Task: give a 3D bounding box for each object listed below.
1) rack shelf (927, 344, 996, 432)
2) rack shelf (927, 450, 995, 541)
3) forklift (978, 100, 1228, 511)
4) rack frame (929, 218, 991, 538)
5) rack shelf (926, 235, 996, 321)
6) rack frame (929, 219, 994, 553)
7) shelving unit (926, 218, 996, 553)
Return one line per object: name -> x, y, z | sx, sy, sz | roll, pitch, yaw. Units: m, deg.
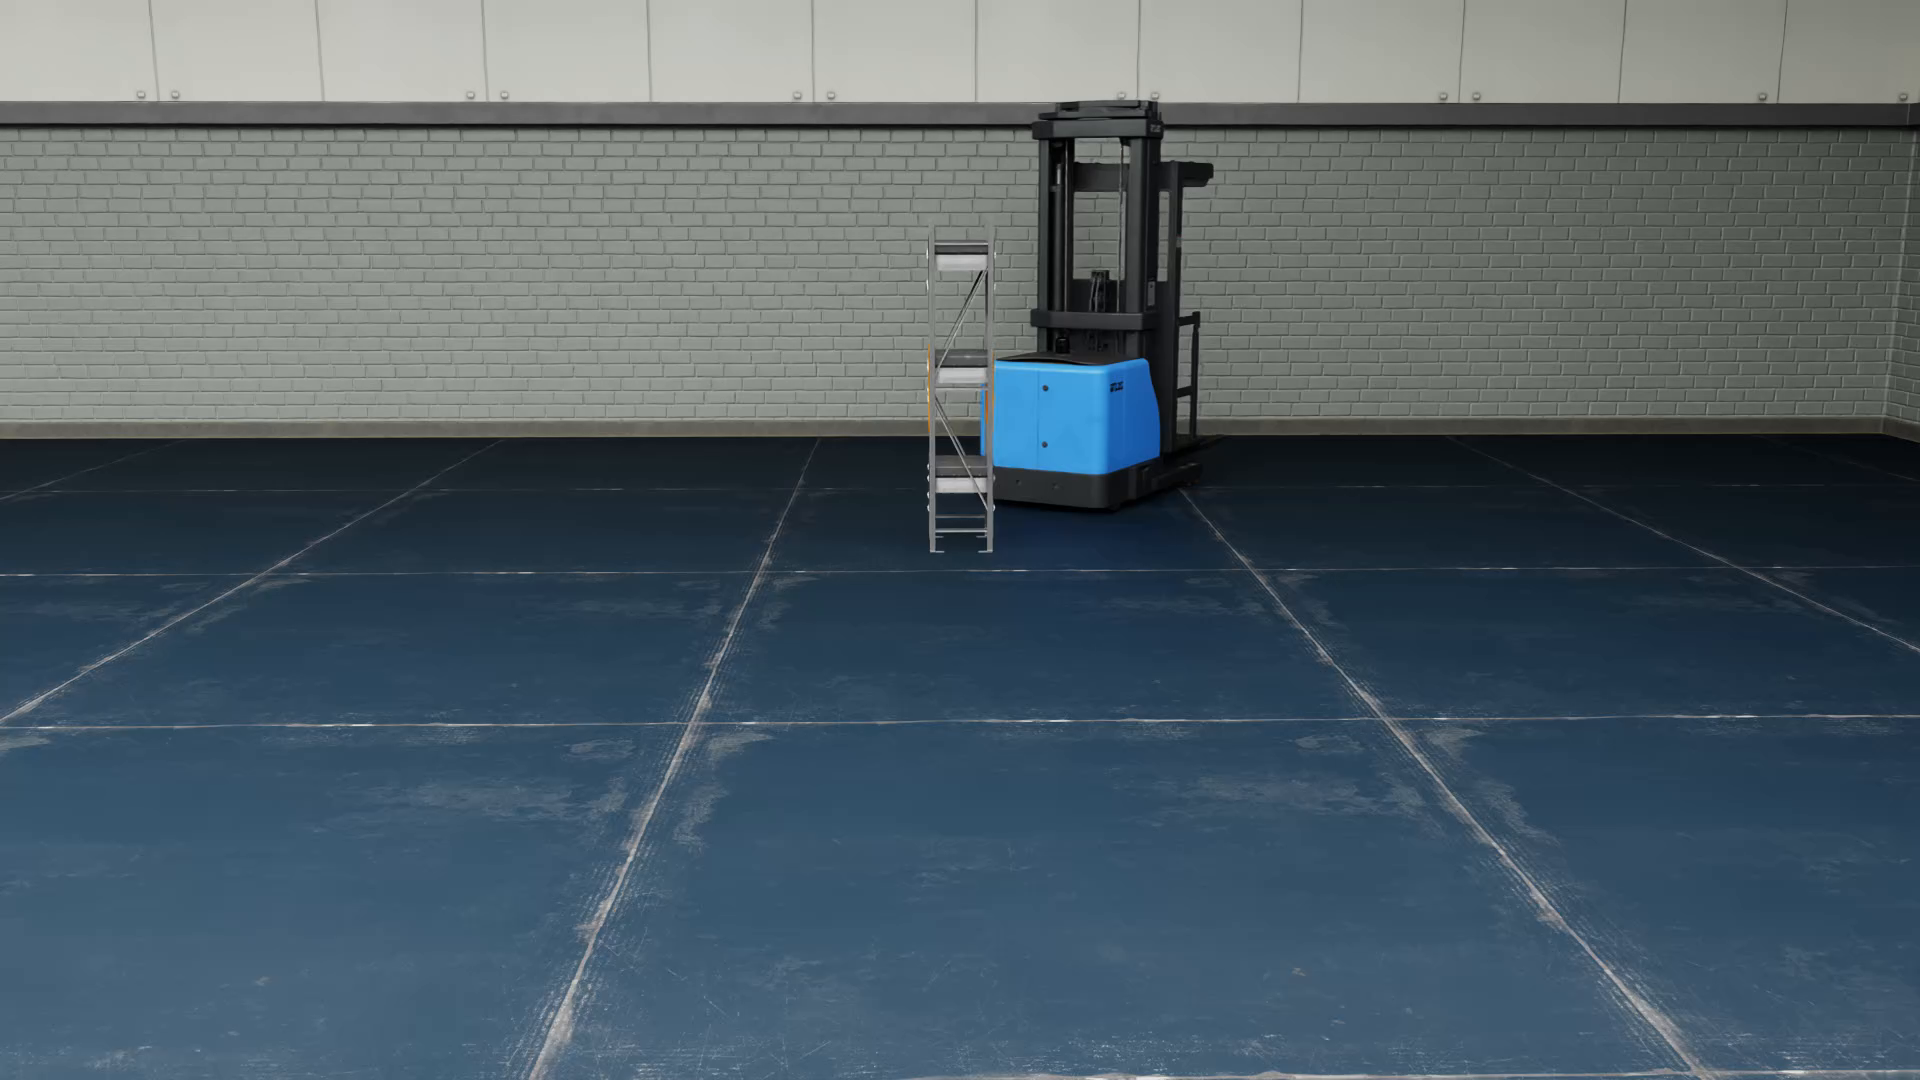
rack shelf -> 0.003, -0.983, 10.691 | 0.431, 0.518, 0.480 | 0, 11, -1
rack shelf -> 0.003, -0.297, 10.830 | 0.431, 0.518, 0.480 | 0, 11, -1
forklift -> 1.293, -1.896, 13.032 | 1.130, 2.935, 3.031 | 6, 13, 29
rack frame -> -0.002, -1.045, 10.927 | 0.400, 2.100, 0.015 | 0, 11, -1
rack shelf -> 0.003, -1.669, 10.552 | 0.431, 0.518, 0.480 | 0, 11, -1
rack frame -> 0.008, -0.948, 10.449 | 0.400, 2.100, 0.015 | 0, 11, -1
shelving unit -> 0.003, -0.996, 10.688 | 0.431, 2.100, 0.503 | 0, 11, -1
